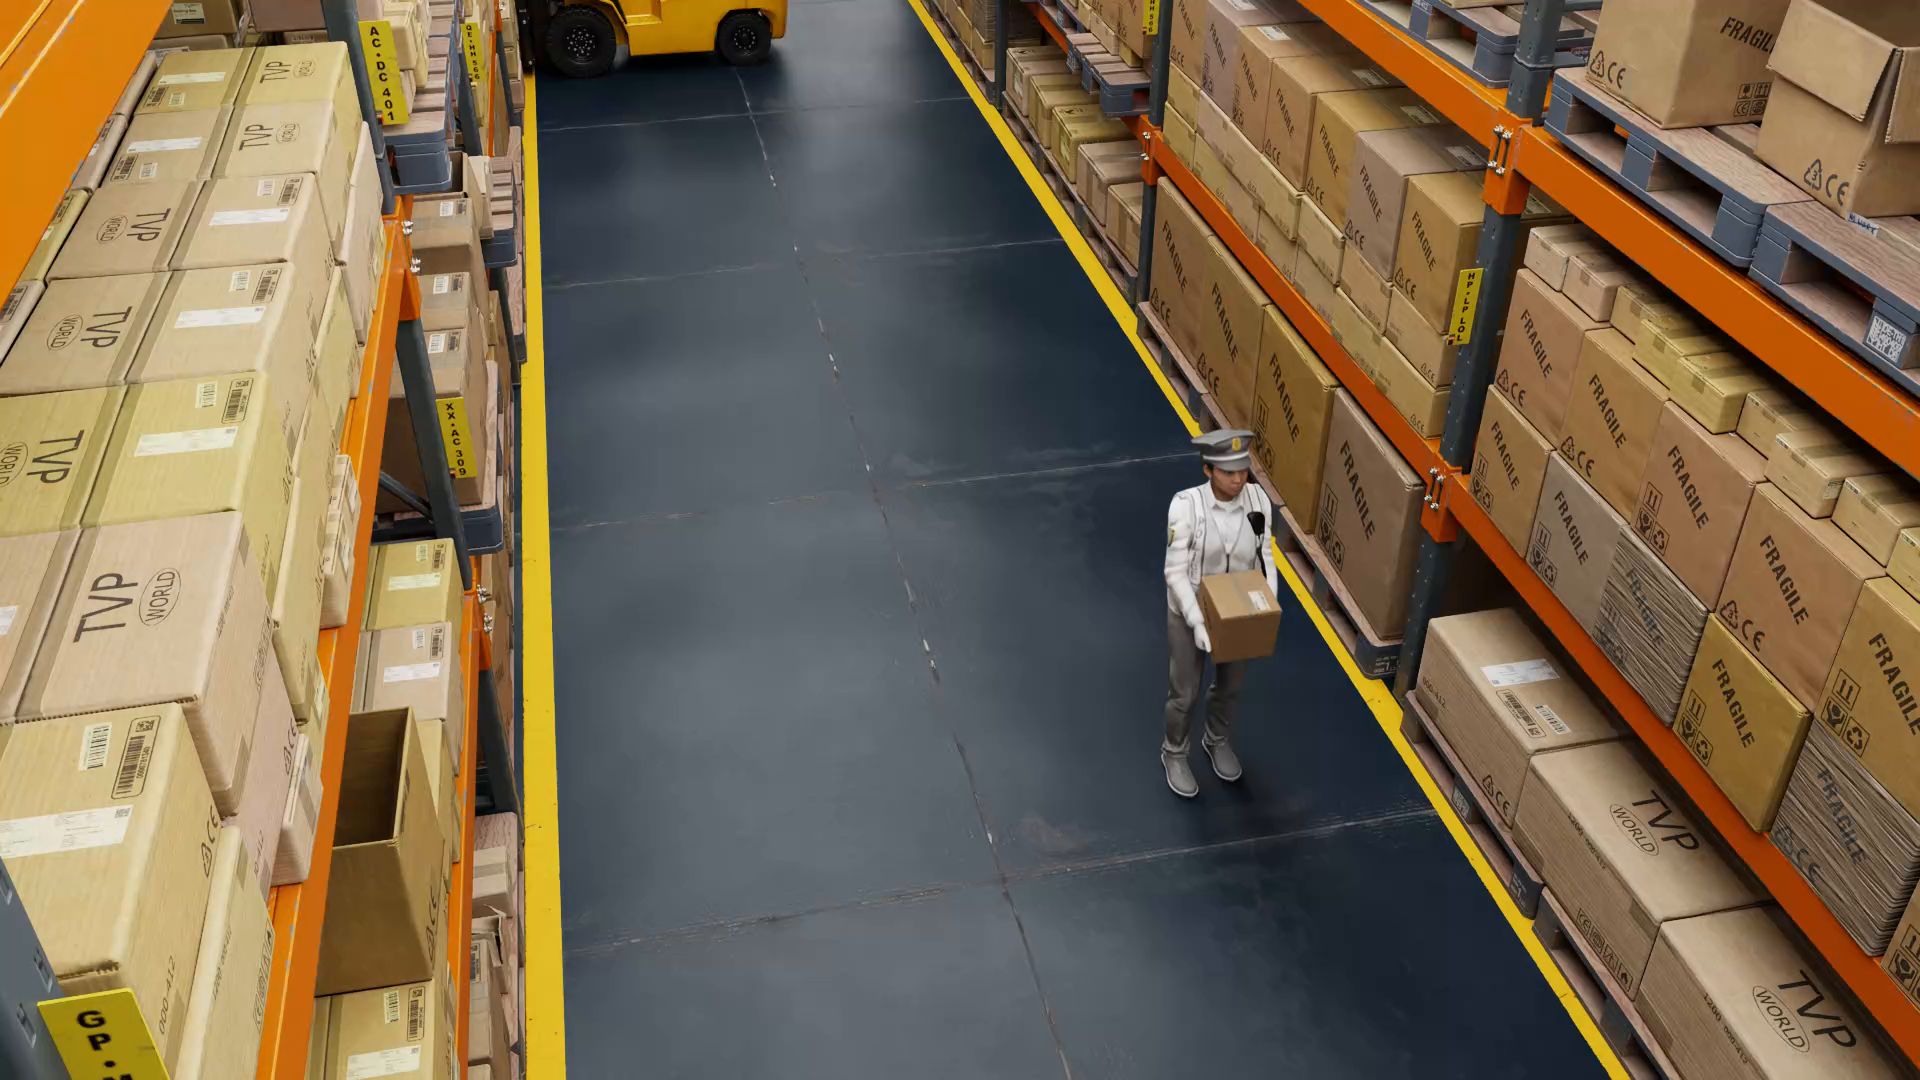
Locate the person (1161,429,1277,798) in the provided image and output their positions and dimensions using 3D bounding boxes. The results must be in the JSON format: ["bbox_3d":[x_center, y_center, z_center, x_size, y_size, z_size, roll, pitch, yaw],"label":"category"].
[{"bbox_3d":[1.059,0.329,6.857,0.458,1.686,0.559,-7,35,-10],"label":"person"}]
